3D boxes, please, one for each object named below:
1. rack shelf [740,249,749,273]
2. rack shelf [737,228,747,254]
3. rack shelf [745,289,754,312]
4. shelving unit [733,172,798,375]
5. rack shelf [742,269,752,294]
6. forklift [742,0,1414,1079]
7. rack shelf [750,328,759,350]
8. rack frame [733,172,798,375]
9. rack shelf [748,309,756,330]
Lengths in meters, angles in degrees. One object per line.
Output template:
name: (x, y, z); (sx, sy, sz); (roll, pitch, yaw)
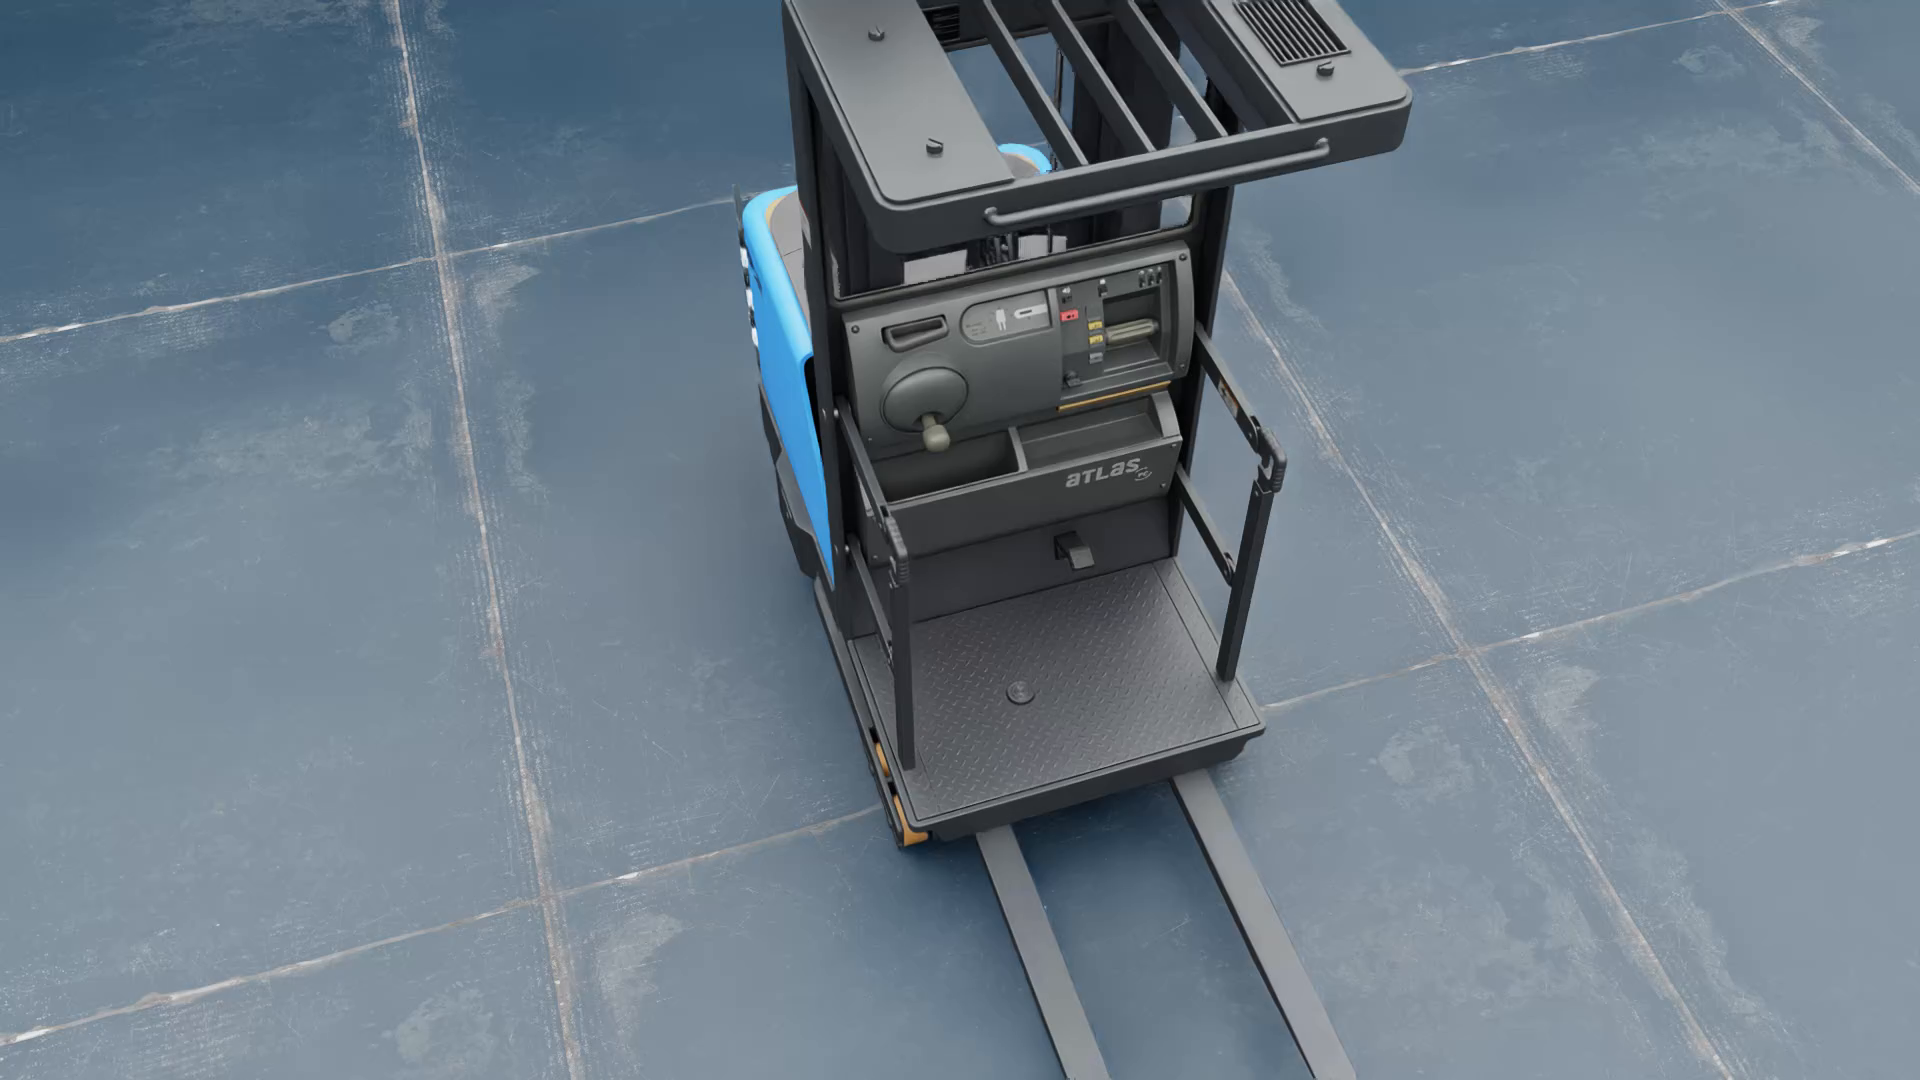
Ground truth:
rack shelf: (-0.613, -0.944, 5.760); (0.258, 0.077, 0.200); (-14, 49, -12)
rack shelf: (-0.614, -1.004, 5.694); (0.258, 0.077, 0.200); (-14, 49, -12)
rack shelf: (-0.611, -0.823, 5.894); (0.258, 0.077, 0.200); (-14, 49, -12)
shelving unit: (-0.611, -0.845, 5.869); (0.258, 0.900, 0.210); (-14, 49, -12)
rack shelf: (-0.612, -0.883, 5.827); (0.258, 0.077, 0.200); (-14, 49, -12)
forklift: (0.234, -0.389, 4.161); (1.130, 2.935, 3.031); (-14, 51, -12)
rack shelf: (-0.609, -0.702, 6.027); (0.258, 0.077, 0.200); (-14, 49, -12)
rack frame: (-0.643, -0.917, 5.934); (0.240, 0.900, 0.006); (-14, 49, -12)
rack shelf: (-0.610, -0.762, 5.960); (0.258, 0.077, 0.200); (-14, 49, -12)
